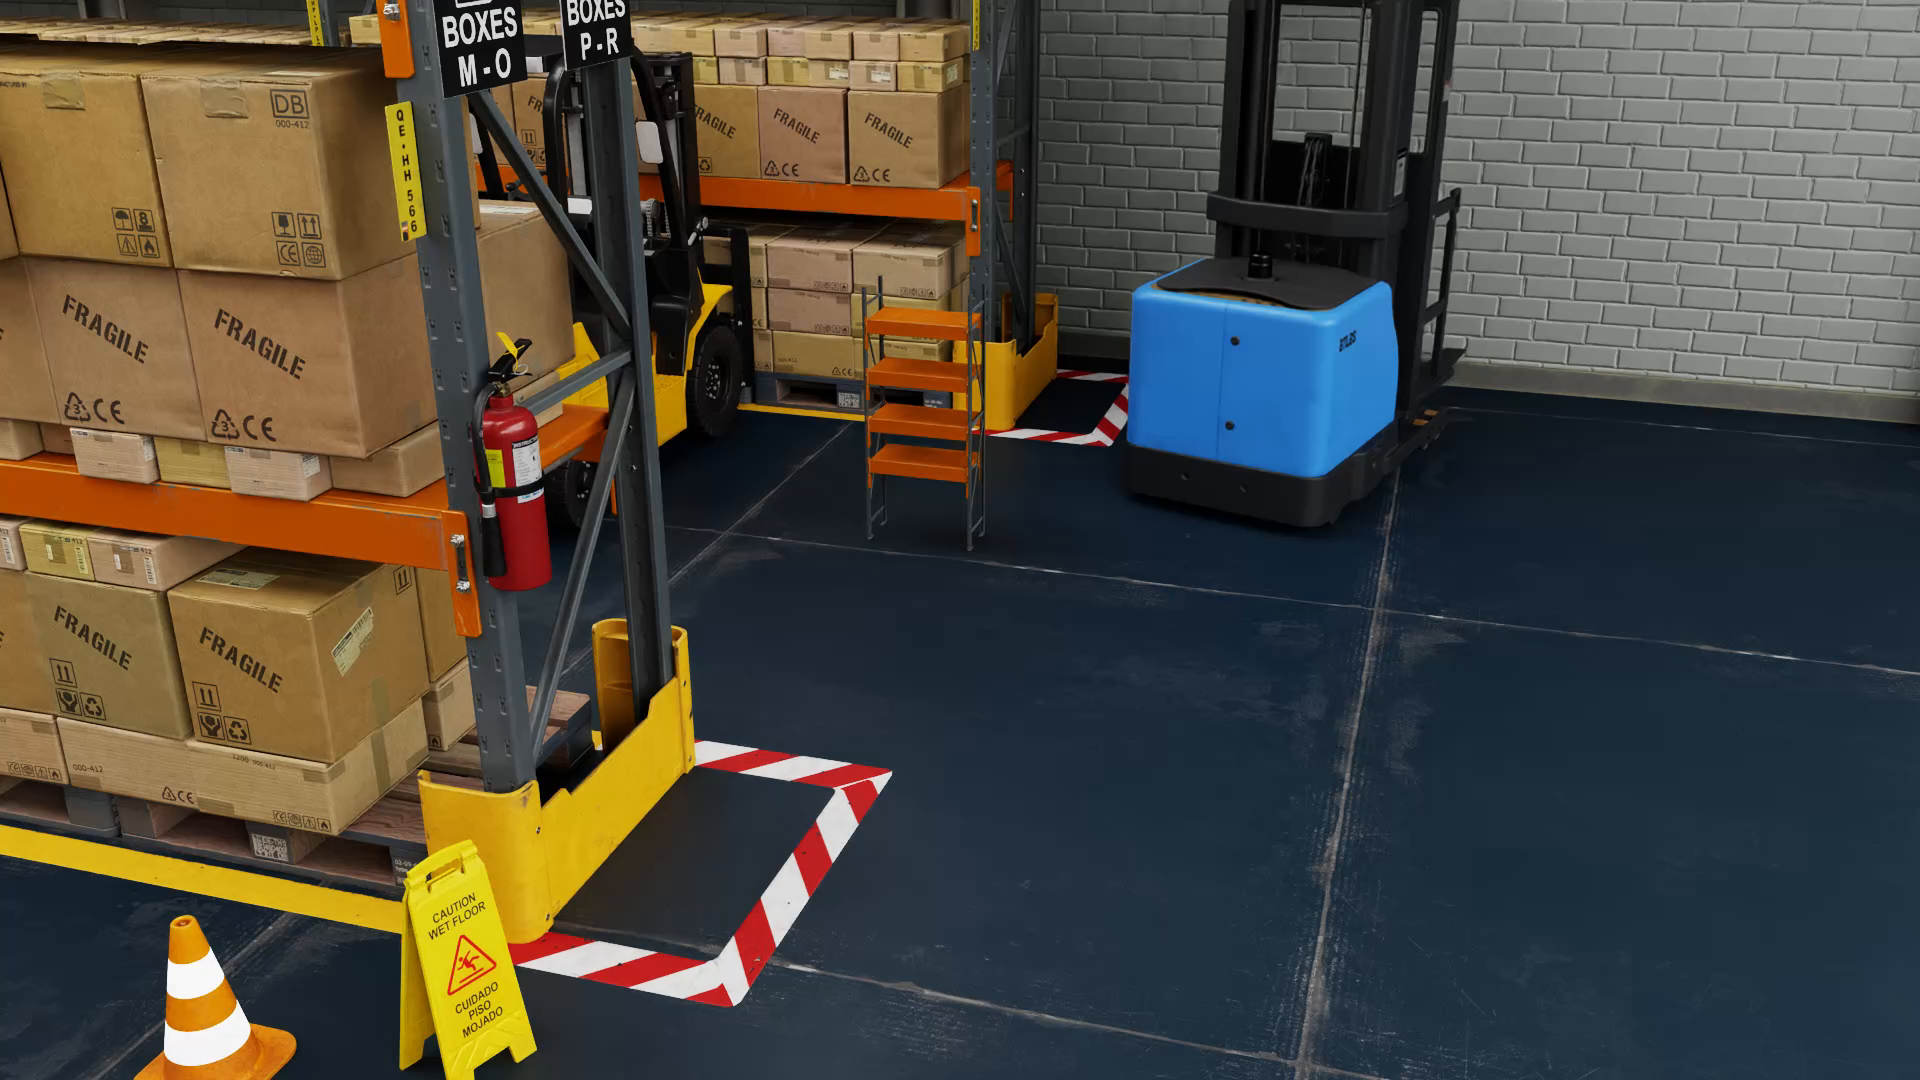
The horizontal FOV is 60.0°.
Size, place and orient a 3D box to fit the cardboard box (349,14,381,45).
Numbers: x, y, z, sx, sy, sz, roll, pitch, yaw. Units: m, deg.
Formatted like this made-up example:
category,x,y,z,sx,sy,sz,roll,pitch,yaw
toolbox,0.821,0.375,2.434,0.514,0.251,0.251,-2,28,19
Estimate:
category,x,y,z,sx,sy,sz,roll,pitch,yaw
cardboard box,-3.356,-3.002,9.758,0.250,0.149,0.380,7,23,17

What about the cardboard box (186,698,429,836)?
category,x,y,z,sx,sy,sz,roll,pitch,yaw
cardboard box,-2.051,0.666,5.264,0.500,0.250,0.500,6,23,15

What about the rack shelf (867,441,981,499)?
category,x,y,z,sx,sy,sz,roll,pitch,yaw
rack shelf,-0.158,-0.327,7.687,0.480,0.148,0.258,7,23,16

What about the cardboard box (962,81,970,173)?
category,x,y,z,sx,sy,sz,roll,pitch,yaw
cardboard box,-0.140,-2.424,9.595,0.500,0.500,0.500,7,23,17

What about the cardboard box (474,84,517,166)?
category,x,y,z,sx,sy,sz,roll,pitch,yaw
cardboard box,-2.722,-2.512,9.811,0.500,0.500,0.500,7,23,16

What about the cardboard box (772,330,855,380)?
category,x,y,z,sx,sy,sz,roll,pitch,yaw
cardboard box,-0.760,-1.139,9.664,0.500,0.250,0.500,7,23,15

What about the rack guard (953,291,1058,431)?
category,x,y,z,sx,sy,sz,roll,pitch,yaw
rack guard,0.277,-1.063,9.703,0.348,0.500,1.175,7,23,16

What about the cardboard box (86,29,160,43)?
category,x,y,z,sx,sy,sz,roll,pitch,yaw
cardboard box,-5.198,-3.093,10.372,0.250,0.149,0.380,7,23,16

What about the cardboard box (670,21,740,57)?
category,x,y,z,sx,sy,sz,roll,pitch,yaw
cardboard box,-1.400,-2.772,9.198,0.250,0.149,0.380,7,23,17

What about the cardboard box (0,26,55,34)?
category,x,y,z,sx,sy,sz,roll,pitch,yaw
cardboard box,-5.946,-3.166,10.549,0.250,0.149,0.380,7,23,17

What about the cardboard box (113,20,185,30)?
category,x,y,z,sx,sy,sz,roll,pitch,yaw
cardboard box,-5.296,-3.308,10.895,0.250,0.149,0.380,7,23,16

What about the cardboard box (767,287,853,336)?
category,x,y,z,sx,sy,sz,roll,pitch,yaw
cardboard box,-0.779,-1.374,9.579,0.500,0.250,0.500,6,23,15

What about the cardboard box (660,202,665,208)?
category,x,y,z,sx,sy,sz,roll,pitch,yaw
cardboard box,-2.078,-1.951,10.327,0.500,0.250,0.500,7,23,16

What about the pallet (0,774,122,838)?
category,x,y,z,sx,sy,sz,roll,pitch,yaw
pallet,-3.180,0.627,5.963,1.213,0.211,1.003,7,23,16

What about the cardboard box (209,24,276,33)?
category,x,y,z,sx,sy,sz,roll,pitch,yaw
cardboard box,-4.581,-3.220,10.682,0.250,0.149,0.380,6,23,15

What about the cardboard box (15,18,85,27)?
category,x,y,z,sx,sy,sz,roll,pitch,yaw
cardboard box,-6.039,-3.386,11.087,0.250,0.149,0.380,6,23,15

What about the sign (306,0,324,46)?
category,x,y,z,sx,sy,sz,roll,pitch,yaw
sign,-3.723,-2.962,9.616,0.005,0.325,0.100,7,23,16

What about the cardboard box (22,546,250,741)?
category,x,y,z,sx,sy,sz,roll,pitch,yaw
cardboard box,-2.519,0.263,5.257,0.500,0.500,0.500,7,23,17

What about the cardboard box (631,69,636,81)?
category,x,y,z,sx,sy,sz,roll,pitch,yaw
cardboard box,-1.871,-2.700,9.413,0.250,0.149,0.380,6,23,14

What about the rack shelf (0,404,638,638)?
category,x,y,z,sx,sy,sz,roll,pitch,yaw
rack shelf,-3.091,-0.305,5.509,4.000,0.370,1.077,7,23,16

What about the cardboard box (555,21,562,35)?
category,x,y,z,sx,sy,sz,roll,pitch,yaw
cardboard box,-2.100,-2.890,9.484,0.250,0.149,0.380,6,23,15

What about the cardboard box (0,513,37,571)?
category,x,y,z,sx,sy,sz,roll,pitch,yaw
cardboard box,-2.881,-0.055,5.178,0.250,0.149,0.380,8,23,18

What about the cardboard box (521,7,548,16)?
category,x,y,z,sx,sy,sz,roll,pitch,yaw
cardboard box,-2.697,-3.153,10.125,0.250,0.149,0.380,6,23,15

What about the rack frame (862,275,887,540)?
category,x,y,z,sx,sy,sz,roll,pitch,yaw
rack frame,-0.392,-0.600,7.652,0.015,1.200,0.240,7,23,16

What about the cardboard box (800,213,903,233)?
category,x,y,z,sx,sy,sz,roll,pitch,yaw
cardboard box,-0.631,-1.782,9.914,0.500,0.250,0.500,7,23,16

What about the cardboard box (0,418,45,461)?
category,x,y,z,sx,sy,sz,roll,pitch,yaw
cardboard box,-2.841,-0.380,5.075,0.250,0.149,0.380,6,23,15

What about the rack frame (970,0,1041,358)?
category,x,y,z,sx,sy,sz,roll,pitch,yaw
rack frame,0.254,-2.222,9.235,0.127,3.000,1.000,7,23,16

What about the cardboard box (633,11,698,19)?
category,x,y,z,sx,sy,sz,roll,pitch,yaw
cardboard box,-1.732,-3.028,9.822,0.250,0.149,0.380,7,23,17

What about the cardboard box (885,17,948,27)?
category,x,y,z,sx,sy,sz,roll,pitch,yaw
cardboard box,-0.242,-2.873,9.442,0.250,0.149,0.380,7,23,17

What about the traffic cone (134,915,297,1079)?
category,x,y,z,sx,sy,sz,roll,pitch,yaw
traffic cone,-1.960,1.177,4.291,0.334,0.463,0.336,7,23,16

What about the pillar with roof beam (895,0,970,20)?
category,x,y,z,sx,sy,sz,roll,pitch,yaw
pillar with roof beam,-1.395,-3.838,5.268,0.400,9.000,9.100,7,23,16

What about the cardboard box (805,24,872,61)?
category,x,y,z,sx,sy,sz,roll,pitch,yaw
cardboard box,-0.653,-2.704,9.030,0.250,0.149,0.380,7,23,17

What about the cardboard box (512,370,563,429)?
category,x,y,z,sx,sy,sz,roll,pitch,yaw
cardboard box,-1.441,-0.415,5.159,0.250,0.149,0.380,7,23,16

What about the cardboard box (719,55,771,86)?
category,x,y,z,sx,sy,sz,roll,pitch,yaw
cardboard box,-1.146,-2.616,9.209,0.250,0.149,0.380,6,23,14

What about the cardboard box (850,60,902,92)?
category,x,y,z,sx,sy,sz,roll,pitch,yaw
cardboard box,-0.412,-2.522,8.980,0.250,0.149,0.380,7,23,16

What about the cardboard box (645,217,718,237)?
category,x,y,z,sx,sy,sz,roll,pitch,yaw
cardboard box,-1.736,-1.708,9.734,0.500,0.250,0.500,6,23,14

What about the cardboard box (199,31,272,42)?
category,x,y,z,sx,sy,sz,roll,pitch,yaw
cardboard box,-4.438,-3.032,10.222,0.250,0.149,0.380,7,23,15

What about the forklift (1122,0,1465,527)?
category,x,y,z,sx,sy,sz,roll,pitch,yaw
forklift,2.009,-1.926,8.604,1.130,2.935,3.031,13,26,29

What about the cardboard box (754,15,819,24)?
category,x,y,z,sx,sy,sz,roll,pitch,yaw
cardboard box,-0.995,-2.938,9.601,0.250,0.149,0.380,7,23,17

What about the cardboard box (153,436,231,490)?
category,x,y,z,sx,sy,sz,roll,pitch,yaw
cardboard box,-2.110,-0.289,4.853,0.250,0.149,0.380,6,23,15

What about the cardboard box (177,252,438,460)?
category,x,y,z,sx,sy,sz,roll,pitch,yaw
cardboard box,-1.775,-0.562,4.663,0.500,0.500,0.500,6,23,15

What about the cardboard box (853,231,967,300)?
category,x,y,z,sx,sy,sz,roll,pitch,yaw
cardboard box,-0.277,-1.544,9.334,0.500,0.250,0.500,7,23,17

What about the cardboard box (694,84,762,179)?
category,x,y,z,sx,sy,sz,roll,pitch,yaw
cardboard box,-1.277,-2.343,9.399,0.500,0.500,0.500,6,23,14

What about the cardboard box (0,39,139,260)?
category,x,y,z,sx,sy,sz,roll,pitch,yaw
cardboard box,-2.728,-1.118,4.703,0.500,0.500,0.700,6,23,15

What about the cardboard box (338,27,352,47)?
category,x,y,z,sx,sy,sz,roll,pitch,yaw
cardboard box,-3.850,-3.124,10.446,0.250,0.149,0.380,6,23,14

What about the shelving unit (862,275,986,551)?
category,x,y,z,sx,sy,sz,roll,pitch,yaw
shelving unit,-0.158,-0.573,7.587,0.503,1.200,0.258,7,23,16
